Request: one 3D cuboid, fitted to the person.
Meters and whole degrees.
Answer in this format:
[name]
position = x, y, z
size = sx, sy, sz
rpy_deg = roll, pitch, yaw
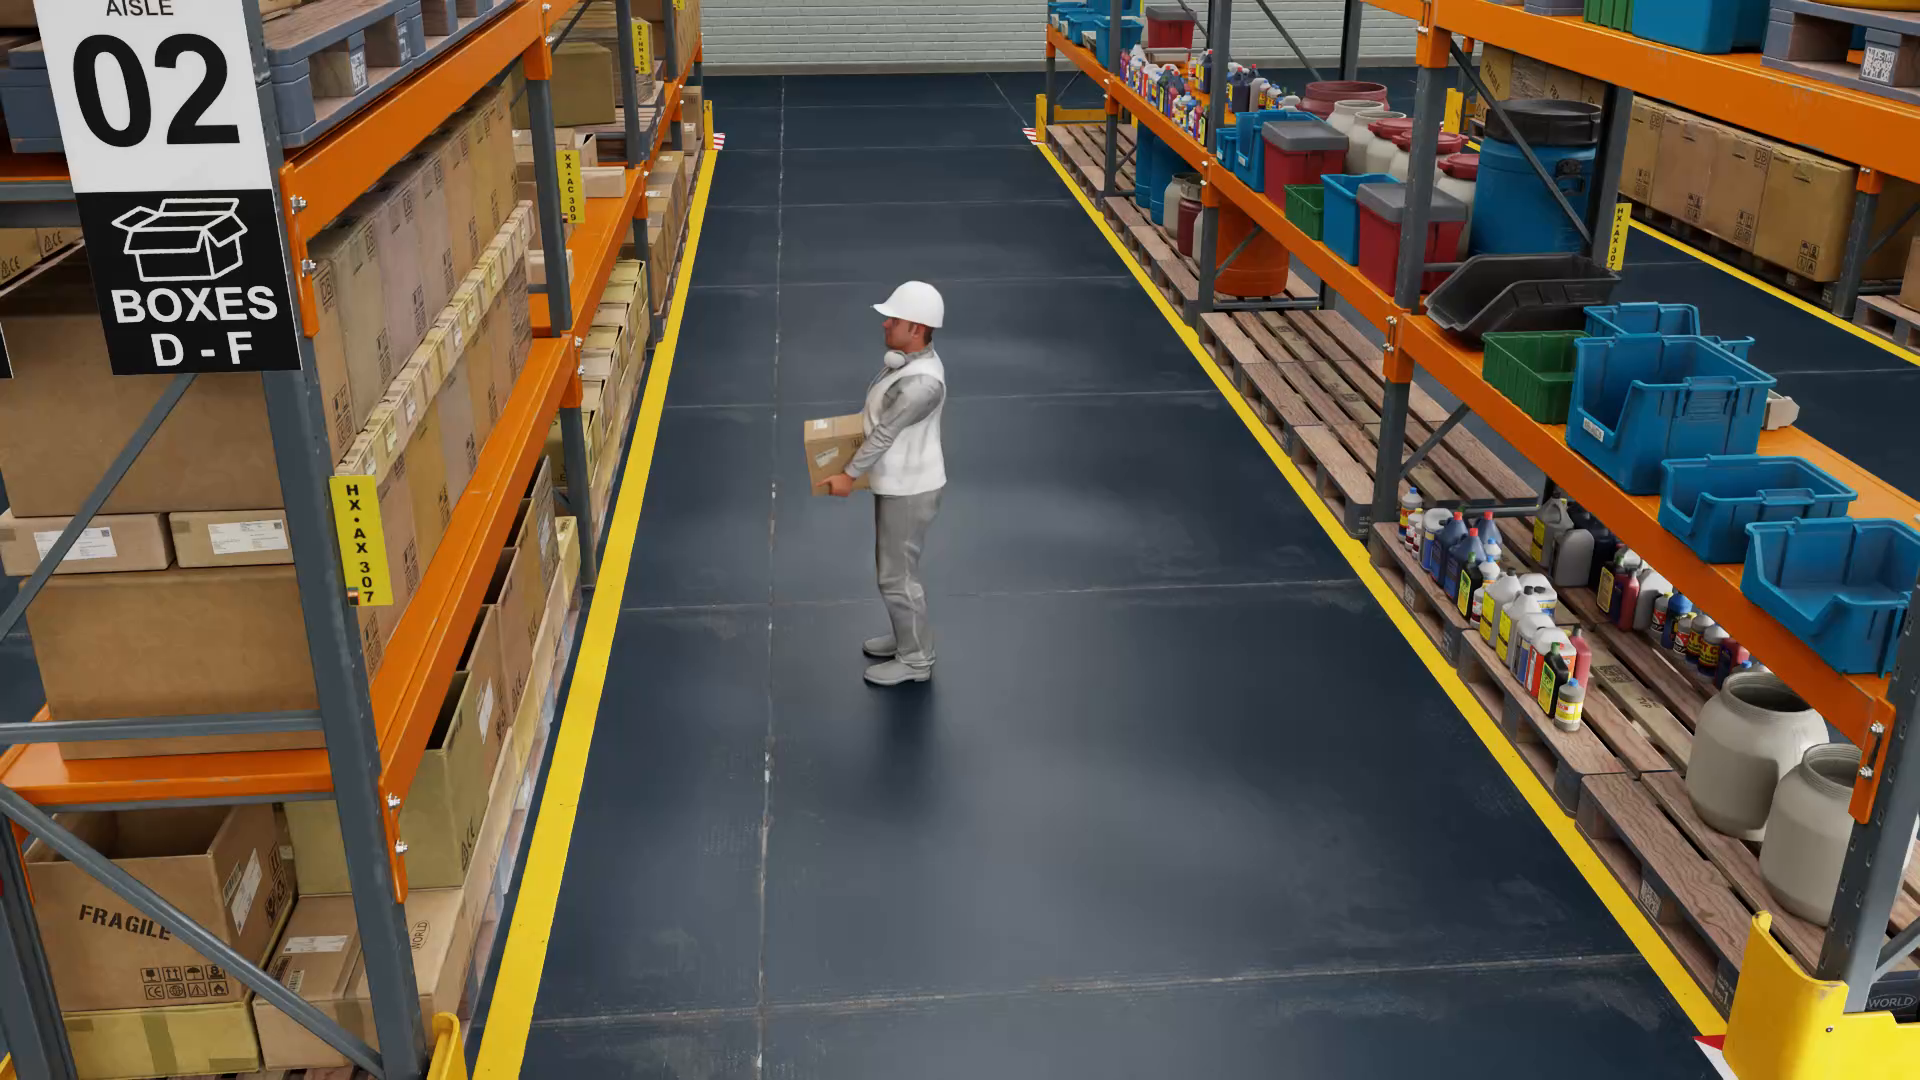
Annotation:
[person]
position = -0.337, -0.238, 7.122
size = 0.556, 1.764, 0.494
rpy_deg = -2, 24, -4
